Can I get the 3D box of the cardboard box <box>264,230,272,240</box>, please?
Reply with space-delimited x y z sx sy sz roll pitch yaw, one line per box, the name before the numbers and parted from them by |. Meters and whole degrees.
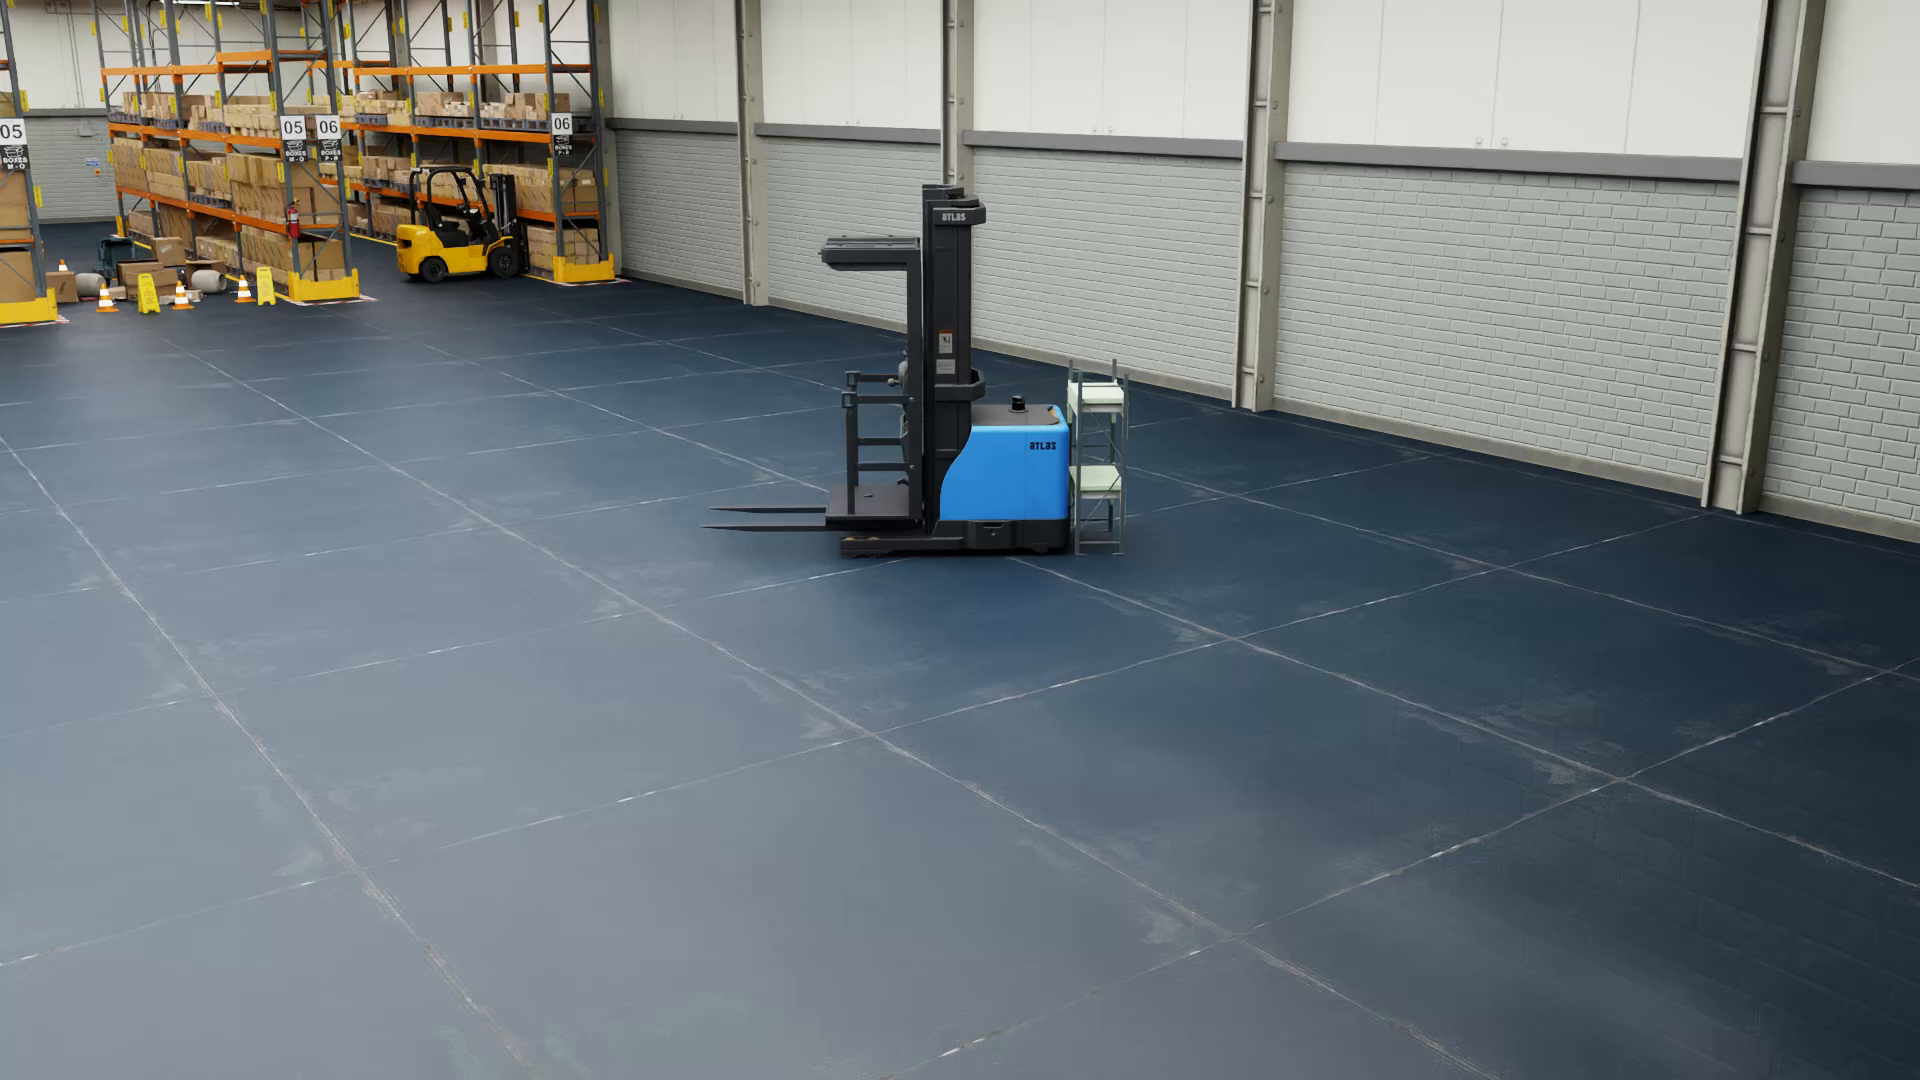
cardboard box | -13.292 -8.109 35.809 6.076 2.249 9.594 -12 19 -36

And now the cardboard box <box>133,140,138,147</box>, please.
cardboard box | -19.468 -9.455 39.626 0.380 0.149 0.250 -11 19 -35

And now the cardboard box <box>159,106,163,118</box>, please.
cardboard box | -17.225 -9.338 36.289 0.396 0.266 0.258 -11 19 -36

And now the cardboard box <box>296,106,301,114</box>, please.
cardboard box | -11.633 -7.675 29.718 0.380 0.149 0.250 -11 19 -35

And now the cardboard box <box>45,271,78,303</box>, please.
cardboard box | -15.982 -4.493 29.540 0.500 0.500 0.500 -7 17 -25

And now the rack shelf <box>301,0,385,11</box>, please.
rack shelf | -15.647 -13.716 42.210 1.077 0.370 4.000 -11 19 -35

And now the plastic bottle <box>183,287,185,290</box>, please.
plastic bottle | -14.538 -4.676 31.043 0.133 0.061 0.283 -7 17 -25

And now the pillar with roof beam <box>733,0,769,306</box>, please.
pillar with roof beam | -7.050 -7.809 25.563 9.100 9.000 0.400 -11 19 -35

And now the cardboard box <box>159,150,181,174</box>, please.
cardboard box | -17.534 -8.439 37.142 0.500 0.500 0.500 -11 19 -35

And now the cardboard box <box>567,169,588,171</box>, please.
cardboard box | -7.546 -7.253 32.911 0.380 0.149 0.250 -10 18 -33

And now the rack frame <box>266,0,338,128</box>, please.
rack frame | -11.428 -8.699 28.813 1.000 3.000 0.127 -11 19 -35

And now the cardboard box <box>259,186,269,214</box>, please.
cardboard box | -12.552 -6.285 30.606 0.500 0.500 0.500 -11 19 -35

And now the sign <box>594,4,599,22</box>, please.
sign | -6.963 -10.082 31.797 0.100 0.325 0.005 -11 19 -35

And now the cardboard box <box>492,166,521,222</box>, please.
cardboard box | -9.444 -7.075 34.609 0.500 1.388 0.500 -11 19 -34

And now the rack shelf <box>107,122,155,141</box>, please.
rack shelf | -19.660 -9.895 40.227 1.077 0.370 4.000 -11 19 -35

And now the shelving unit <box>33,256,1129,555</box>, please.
shelving unit | -9.346 -4.050 26.035 20.390 1.500 26.925 -1 15 -2

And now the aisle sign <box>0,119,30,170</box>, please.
aisle sign | -15.088 -6.301 26.491 0.394 0.787 0.004 -11 19 -35

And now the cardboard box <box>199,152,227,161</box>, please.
cardboard box | -16.224 -8.187 36.225 0.500 0.500 0.500 -12 19 -36

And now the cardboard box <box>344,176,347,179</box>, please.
cardboard box | -15.756 -9.379 43.138 0.380 0.149 0.250 -11 19 -35

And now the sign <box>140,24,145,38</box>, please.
sign | -20.388 -12.686 41.459 0.100 0.325 0.005 -11 19 -35

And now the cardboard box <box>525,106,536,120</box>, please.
cardboard box | -8.297 -8.393 32.648 0.396 0.266 0.258 -11 19 -34

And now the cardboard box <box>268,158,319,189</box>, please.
cardboard box | -11.905 -6.555 29.695 0.700 0.500 0.500 -11 19 -36

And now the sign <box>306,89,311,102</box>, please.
sign | -17.262 -11.777 44.087 0.100 0.325 0.005 -11 19 -35

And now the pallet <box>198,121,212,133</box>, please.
pallet | -14.669 -8.385 33.704 1.213 0.211 1.003 -11 19 -35

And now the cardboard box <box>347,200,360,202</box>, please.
cardboard box | -16.540 -8.846 44.649 0.797 0.503 0.637 -12 19 -37

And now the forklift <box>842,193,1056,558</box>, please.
forklift | -12.323 -8.376 27.610 25.350 9.011 32.329 0 15 -2

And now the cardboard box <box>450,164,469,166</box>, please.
cardboard box | -11.520 -8.569 38.286 0.380 0.149 0.250 -10 18 -33

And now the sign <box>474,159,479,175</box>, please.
sign | -10.200 -7.865 35.086 0.100 0.325 0.005 -11 19 -35

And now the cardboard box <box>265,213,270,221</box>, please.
cardboard box | -12.630 -5.993 30.767 0.380 0.149 0.250 -11 19 -35

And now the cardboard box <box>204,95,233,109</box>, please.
cardboard box | -14.842 -8.796 33.392 0.500 0.250 0.500 -10 18 -34

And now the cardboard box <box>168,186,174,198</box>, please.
cardboard box | -17.235 -7.726 36.905 0.500 0.250 0.500 -11 19 -35

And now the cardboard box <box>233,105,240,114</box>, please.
cardboard box | -13.401 -8.083 31.209 0.380 0.149 0.250 -11 19 -35

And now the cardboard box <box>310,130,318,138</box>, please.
cardboard box | -11.360 -7.252 29.685 0.380 0.149 0.250 -11 19 -34

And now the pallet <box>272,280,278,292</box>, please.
pallet | -12.635 -4.916 31.638 1.003 0.211 1.213 -11 19 -35

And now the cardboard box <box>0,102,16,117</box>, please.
cardboard box | -15.449 -6.927 26.757 0.500 0.250 0.500 -11 19 -35

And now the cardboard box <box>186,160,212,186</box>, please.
cardboard box | -16.055 -7.776 35.256 0.500 0.500 0.500 -12 19 -36

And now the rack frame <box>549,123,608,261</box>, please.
rack frame | -7.415 -6.577 32.423 1.000 3.000 0.127 -11 19 -35

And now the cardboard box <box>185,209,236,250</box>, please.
cardboard box | -16.471 -6.852 36.658 0.875 0.875 0.875 -11 19 -35

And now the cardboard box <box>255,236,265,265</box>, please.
cardboard box | -13.024 -5.506 31.505 0.500 0.500 0.500 -10 18 -32

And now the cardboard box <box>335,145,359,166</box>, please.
cardboard box | -15.892 -9.967 43.111 0.500 0.500 0.500 -10 18 -33

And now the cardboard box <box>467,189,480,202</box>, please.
cardboard box | -10.275 -7.426 35.808 0.500 0.250 0.500 -10 18 -33

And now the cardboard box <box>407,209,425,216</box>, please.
cardboard box | -12.919 -7.777 39.521 0.380 0.149 0.250 -12 19 -36

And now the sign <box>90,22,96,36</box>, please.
sign | -21.288 -12.558 40.842 0.100 0.325 0.005 -11 19 -35

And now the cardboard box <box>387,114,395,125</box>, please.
cardboard box | -13.208 -9.945 39.333 0.500 0.250 0.500 -11 19 -35

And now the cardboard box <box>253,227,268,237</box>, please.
cardboard box | -13.162 -5.840 31.496 0.380 0.149 0.250 -10 18 -31

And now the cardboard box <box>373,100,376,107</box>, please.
cardboard box | -13.837 -10.463 39.866 0.390 0.149 0.265 -12 19 -36

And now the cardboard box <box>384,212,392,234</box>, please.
cardboard box | -13.758 -7.778 40.753 0.500 0.500 0.500 -12 19 -36
